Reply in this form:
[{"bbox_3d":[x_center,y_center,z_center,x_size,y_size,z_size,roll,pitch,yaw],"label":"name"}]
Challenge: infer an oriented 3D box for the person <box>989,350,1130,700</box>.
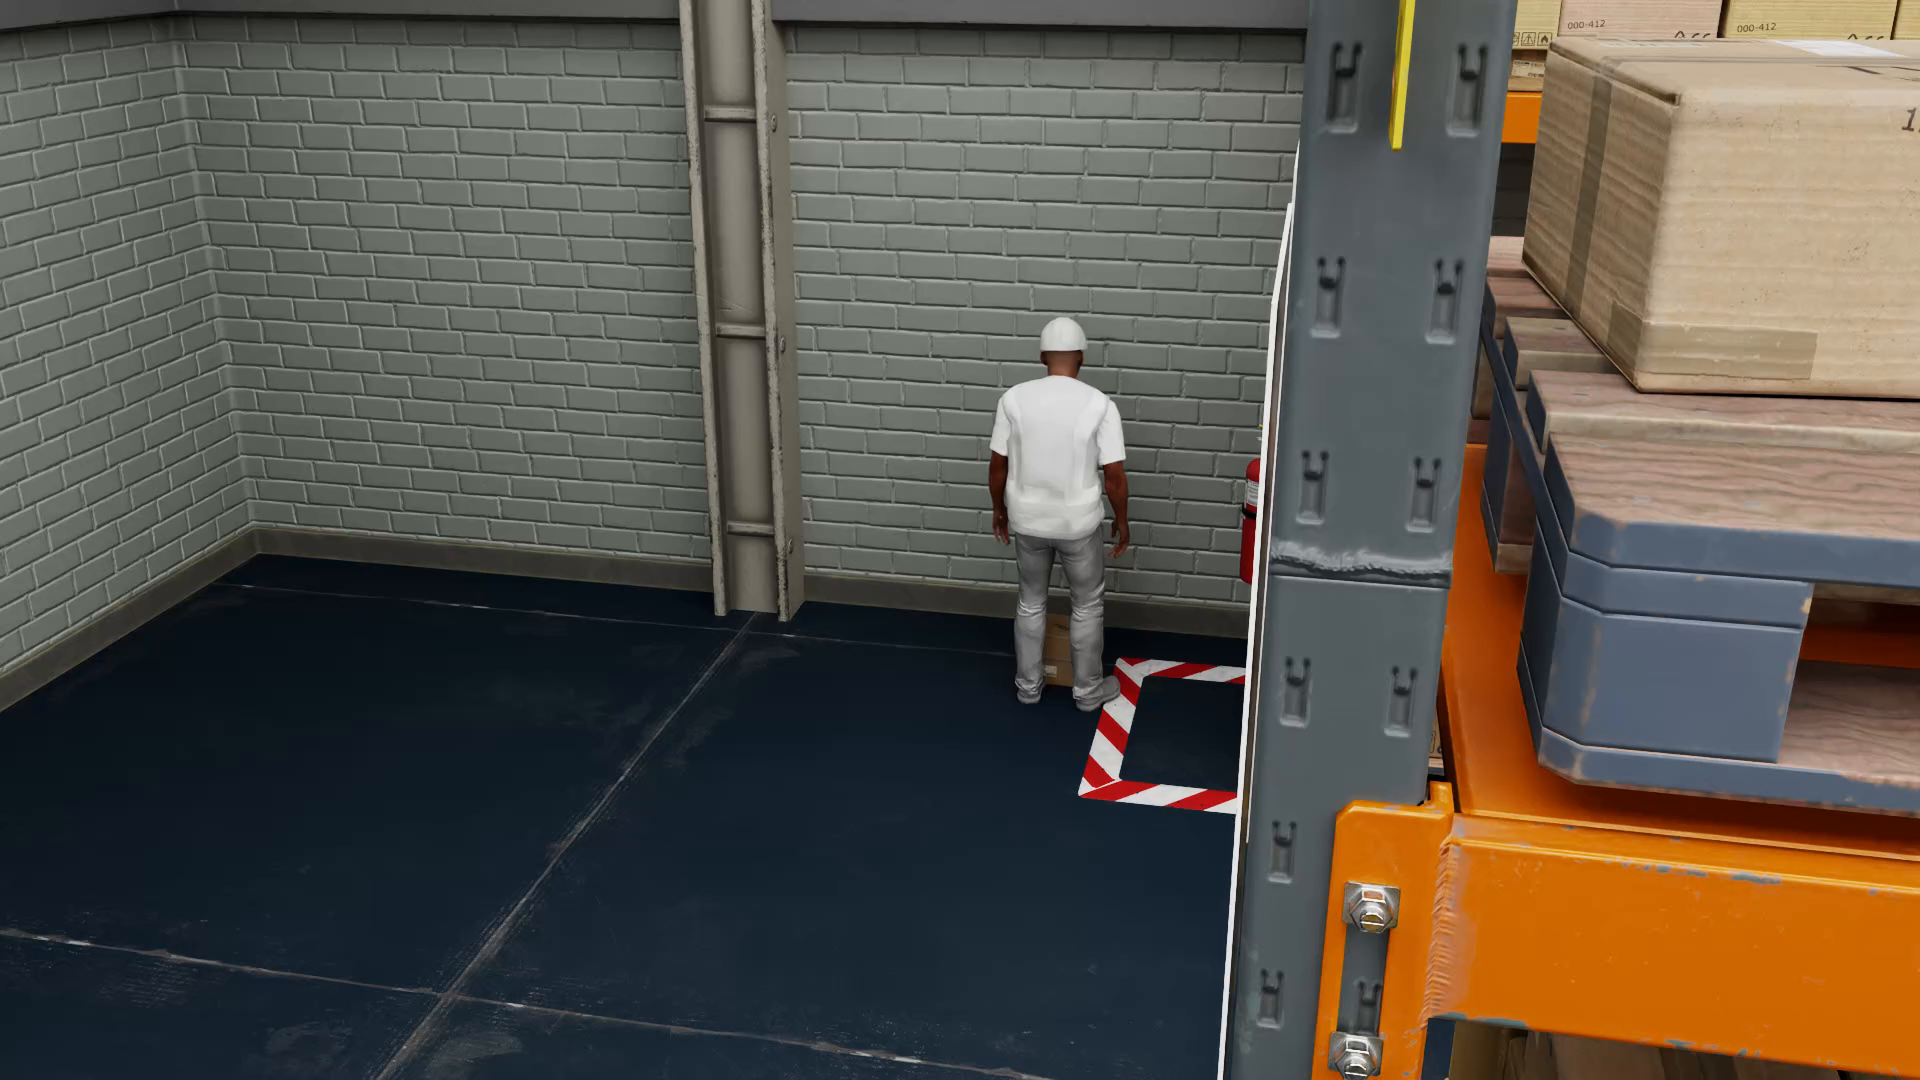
[{"bbox_3d":[0.441,-0.116,7.324,0.629,1.661,0.362,7,23,18],"label":"person"}]
